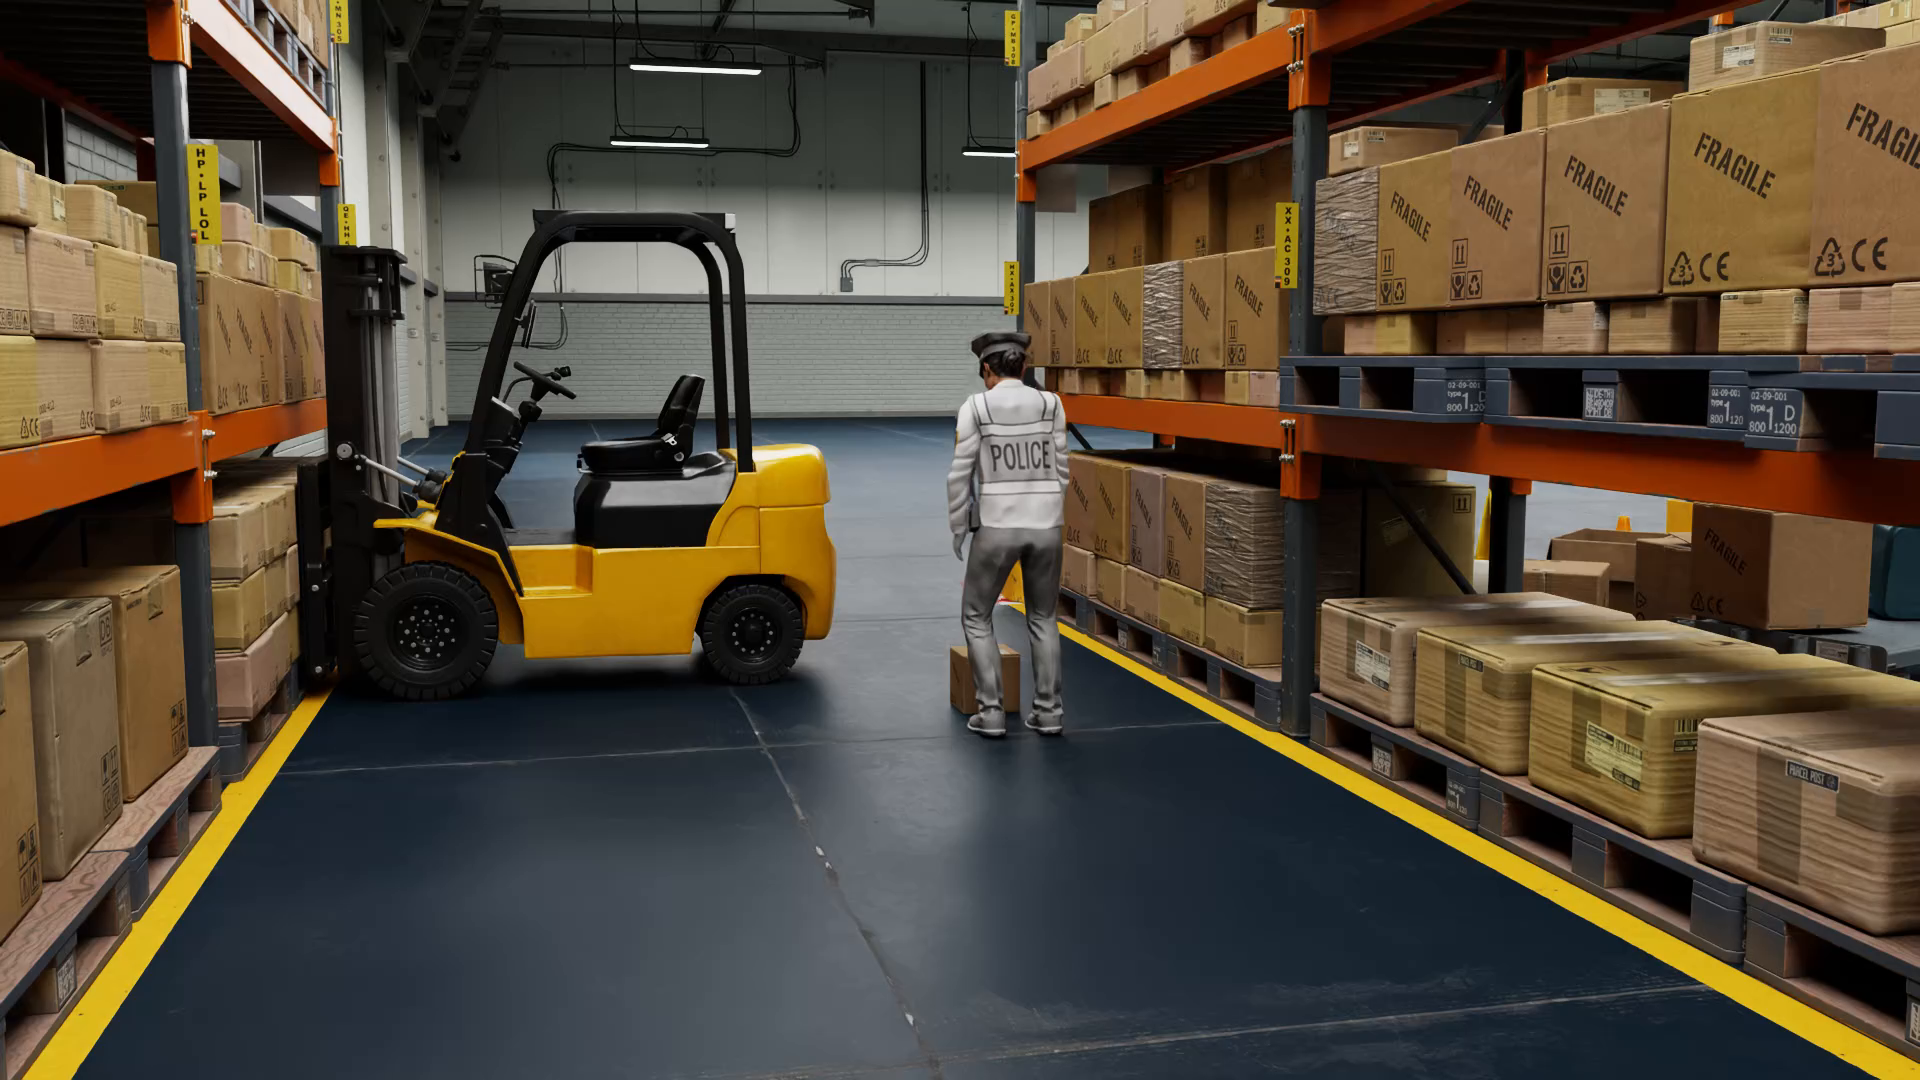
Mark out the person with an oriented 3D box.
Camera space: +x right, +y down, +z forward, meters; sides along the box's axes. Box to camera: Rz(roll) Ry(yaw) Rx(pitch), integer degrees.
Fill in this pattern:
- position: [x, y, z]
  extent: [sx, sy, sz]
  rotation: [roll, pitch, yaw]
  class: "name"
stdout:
- position: [0.191, -0.021, 6.656]
  extent: [0.504, 1.616, 0.465]
  rotation: [-1, 6, -12]
  class: "person"
